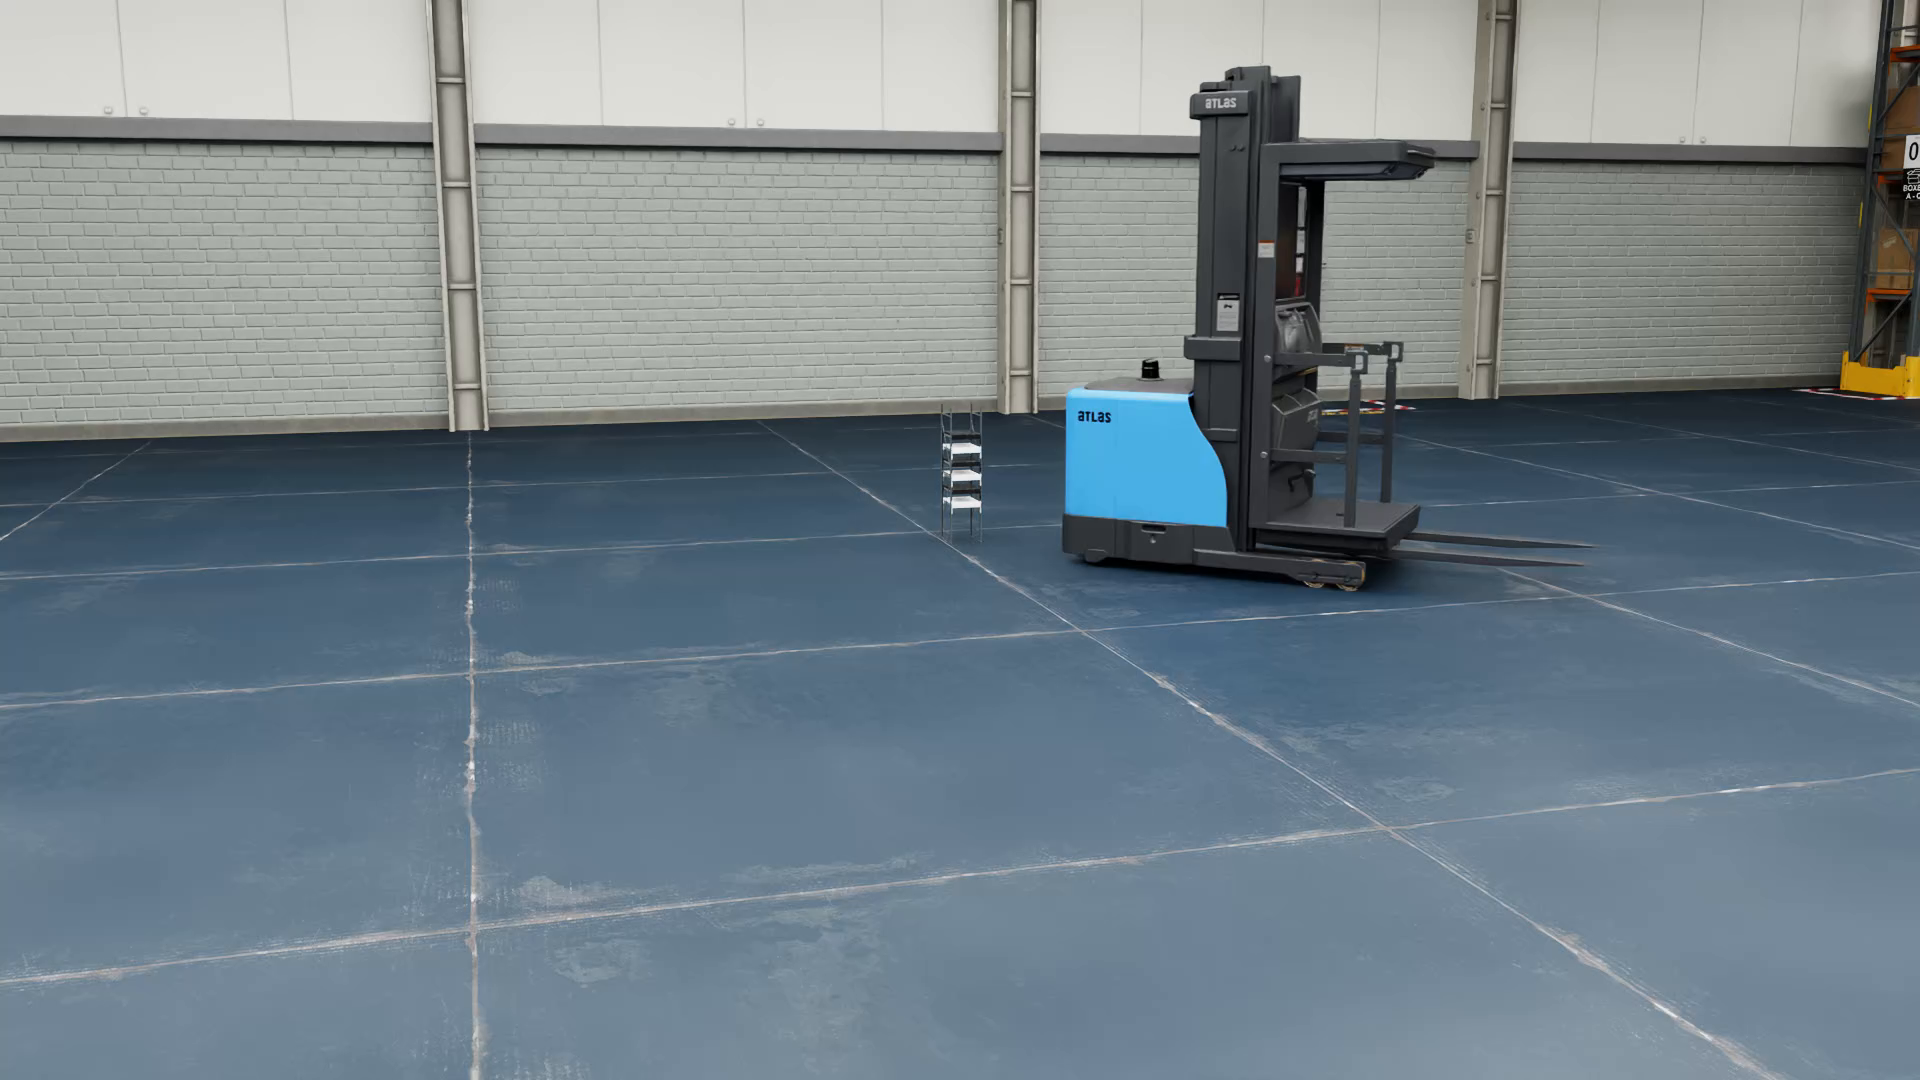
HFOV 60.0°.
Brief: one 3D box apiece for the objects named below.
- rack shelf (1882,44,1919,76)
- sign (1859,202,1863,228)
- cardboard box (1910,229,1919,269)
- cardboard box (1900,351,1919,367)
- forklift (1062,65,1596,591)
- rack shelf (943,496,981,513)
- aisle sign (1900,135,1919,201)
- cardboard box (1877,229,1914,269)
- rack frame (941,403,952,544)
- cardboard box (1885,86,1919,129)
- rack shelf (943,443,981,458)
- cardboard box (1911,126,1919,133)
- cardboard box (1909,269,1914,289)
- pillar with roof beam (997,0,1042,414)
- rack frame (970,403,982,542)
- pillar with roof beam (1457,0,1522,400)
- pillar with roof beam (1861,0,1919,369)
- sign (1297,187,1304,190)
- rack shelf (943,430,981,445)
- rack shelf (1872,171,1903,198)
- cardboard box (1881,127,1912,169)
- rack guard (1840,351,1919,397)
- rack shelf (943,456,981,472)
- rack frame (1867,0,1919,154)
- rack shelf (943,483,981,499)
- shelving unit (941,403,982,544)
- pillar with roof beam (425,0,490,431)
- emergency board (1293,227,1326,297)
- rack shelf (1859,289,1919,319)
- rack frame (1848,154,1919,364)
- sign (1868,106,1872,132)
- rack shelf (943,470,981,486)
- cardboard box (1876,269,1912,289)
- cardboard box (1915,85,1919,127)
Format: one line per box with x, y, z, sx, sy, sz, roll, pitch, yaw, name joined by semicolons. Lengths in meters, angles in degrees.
13.665;-6.050;21.051;4.000;0.370;1.077;-3;11;-16;rack shelf
11.609;-4.176;21.375;0.005;0.325;0.100;-3;11;-16;sign
12.287;-3.630;20.770;0.500;0.500;0.500;-3;11;-16;cardboard box
12.435;-2.267;21.287;0.500;0.311;0.500;-4;11;-22;cardboard box
2.188;-1.260;9.798;3.031;2.935;1.130;5;12;25;forklift
0.008;-0.233;11.006;0.200;0.077;0.258;-3;11;-16;rack shelf
11.760;-4.576;20.440;0.004;0.787;0.394;-3;11;-16;aisle sign
12.138;-3.719;21.253;0.500;0.500;0.500;-3;11;-17;cardboard box
-0.090;-0.438;10.939;0.006;0.900;0.240;-3;11;-16;rack frame
12.086;-5.447;20.971;0.500;0.500;0.500;-3;11;-13;cardboard box
0.008;-0.587;10.941;0.200;0.077;0.258;-3;11;-16;rack shelf
12.136;-4.861;20.552;0.500;0.500;0.500;-3;11;-14;cardboard box
12.302;-3.259;20.825;0.500;0.250;0.500;-3;11;-18;cardboard box
1.857;-5.134;14.081;0.400;9.000;9.100;-3;11;-16;pillar with roof beam
0.105;-0.448;10.995;0.006;0.900;0.240;-3;11;-16;rack frame
7.618;-5.438;15.730;0.400;9.000;9.100;-3;11;-16;pillar with roof beam
13.379;-5.742;17.380;0.400;9.000;9.100;-3;11;-16;pillar with roof beam
3.996;-4.274;19.577;0.199;0.298;0.001;-3;11;-16;sign
0.008;-0.676;10.924;0.200;0.077;0.258;-3;11;-16;rack shelf
13.665;-4.576;21.322;4.000;0.370;1.077;-3;11;-16;rack shelf
12.075;-4.953;21.050;0.500;0.500;0.500;-2;11;-12;cardboard box
11.818;-2.128;21.226;0.348;0.500;1.175;-3;11;-16;rack guard
0.008;-0.499;10.957;0.200;0.077;0.258;-3;11;-16;rack shelf
11.745;-6.304;20.435;0.127;3.000;1.000;-3;11;-16;rack frame
0.008;-0.322;10.990;0.200;0.077;0.258;-3;11;-16;rack shelf
0.008;-0.443;10.967;0.210;0.900;0.258;-3;11;-16;shelving unit
-3.904;-4.831;12.432;0.400;9.000;9.100;-3;11;-16;pillar with roof beam
4.031;-3.117;19.695;0.643;1.169;0.194;-3;11;-16;emergency board
13.665;-3.101;21.594;4.000;0.370;1.077;-3;11;-16;rack shelf
11.745;-3.354;20.979;0.127;3.000;1.000;-3;11;-16;rack frame
11.609;-5.362;21.156;0.005;0.325;0.100;-3;11;-16;sign
0.008;-0.410;10.973;0.200;0.077;0.258;-3;11;-16;rack shelf
12.140;-3.347;21.302;0.500;0.250;0.500;-3;11;-15;cardboard box
12.183;-5.357;20.482;0.500;0.500;0.500;-4;11;-20;cardboard box
